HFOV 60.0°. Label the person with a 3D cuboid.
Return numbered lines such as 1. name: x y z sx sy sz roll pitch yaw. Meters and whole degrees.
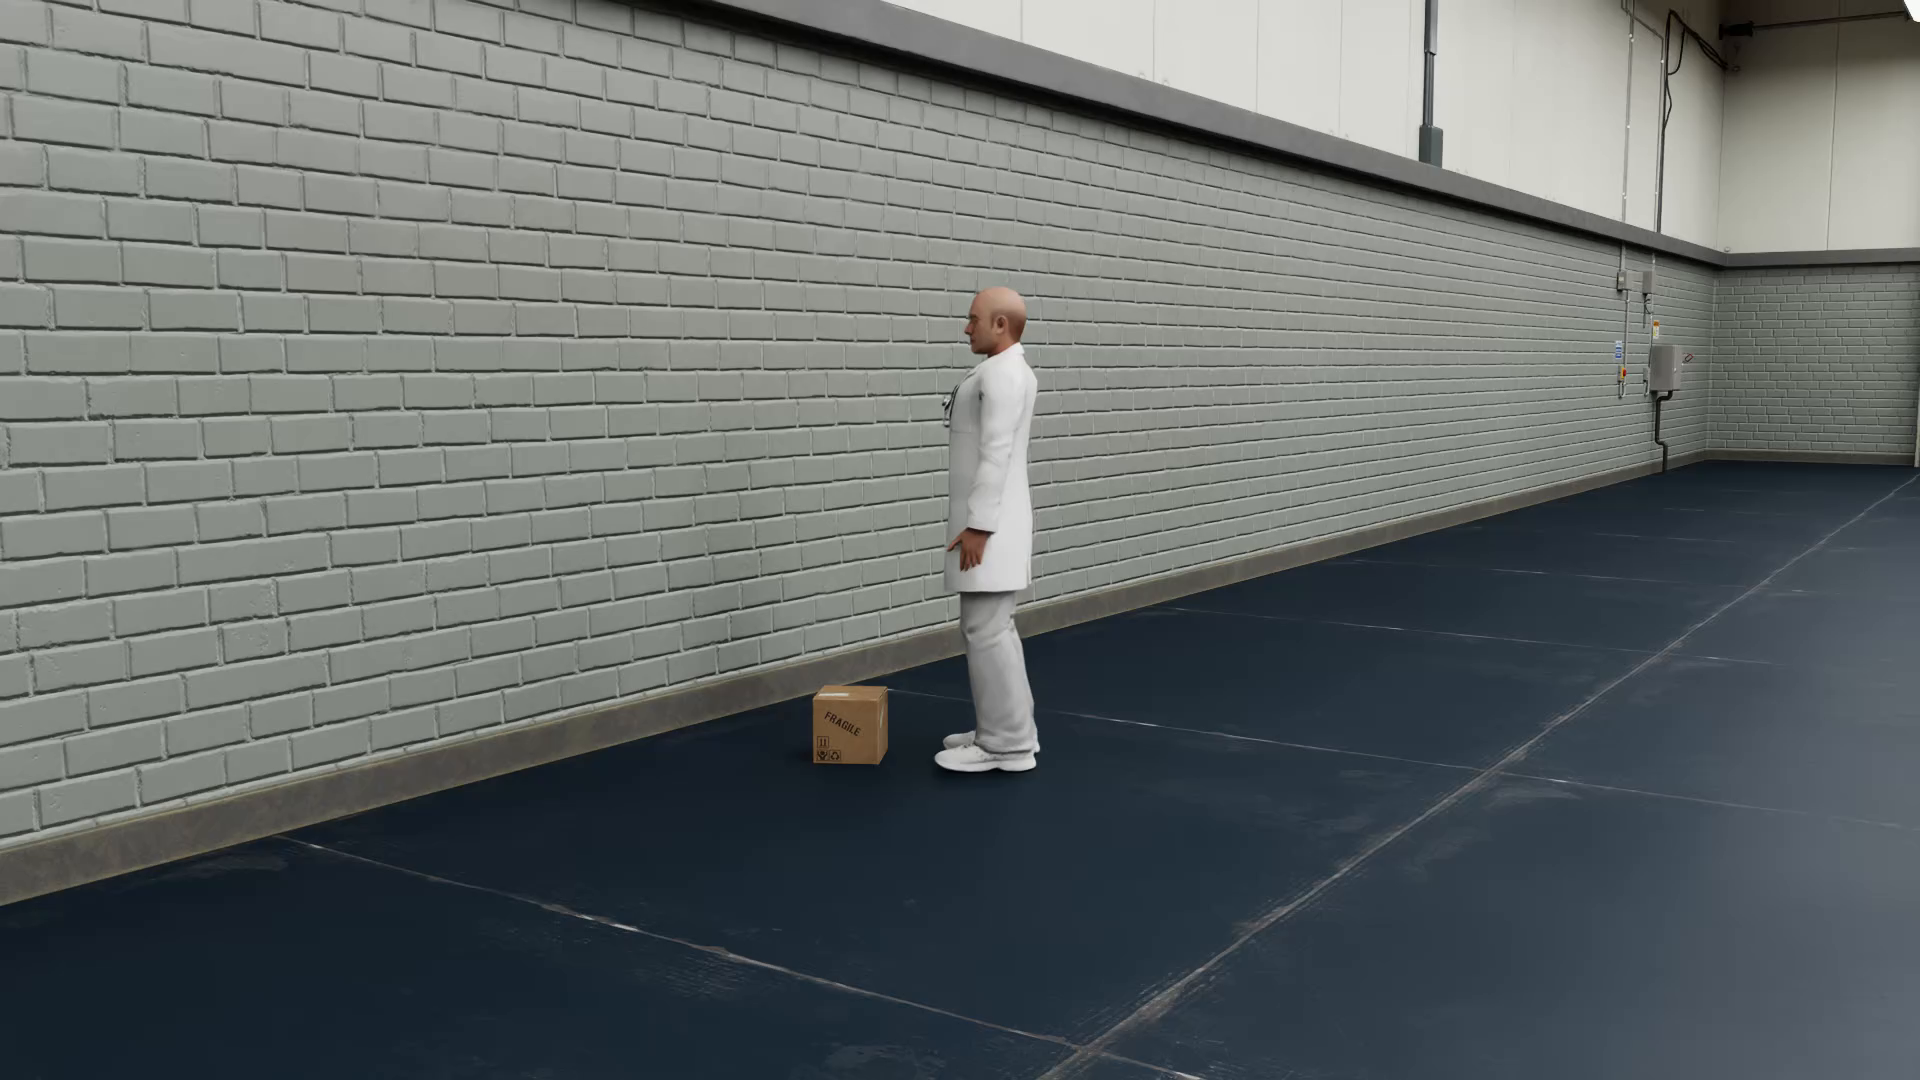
1. person: 0.105 -0.043 6.170 0.378 1.777 0.563 1 6 6
